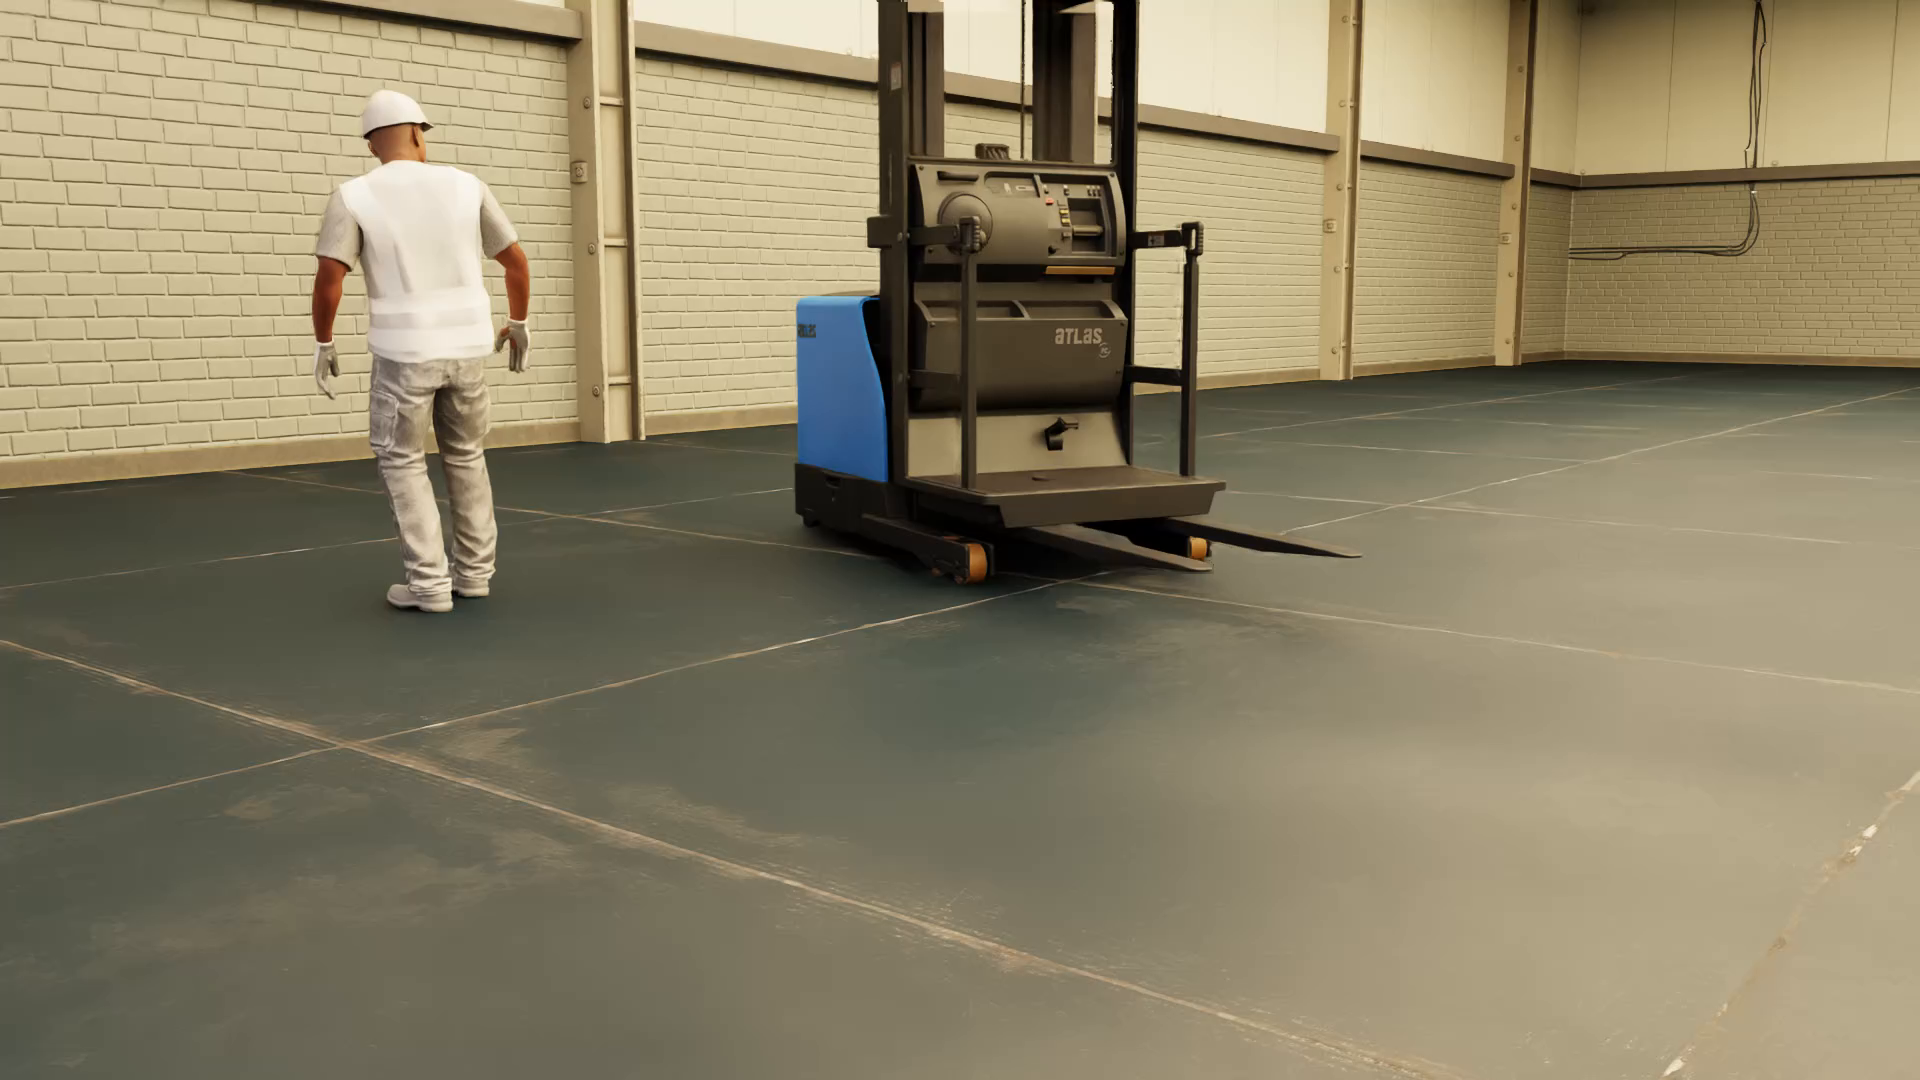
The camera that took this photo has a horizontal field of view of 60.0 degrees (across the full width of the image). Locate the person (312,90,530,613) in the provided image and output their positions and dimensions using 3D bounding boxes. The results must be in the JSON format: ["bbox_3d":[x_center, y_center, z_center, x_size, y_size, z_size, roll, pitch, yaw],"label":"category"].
[{"bbox_3d":[-1.883,-0.655,5.794,0.773,1.765,0.490,-7,11,-40],"label":"person"}]
